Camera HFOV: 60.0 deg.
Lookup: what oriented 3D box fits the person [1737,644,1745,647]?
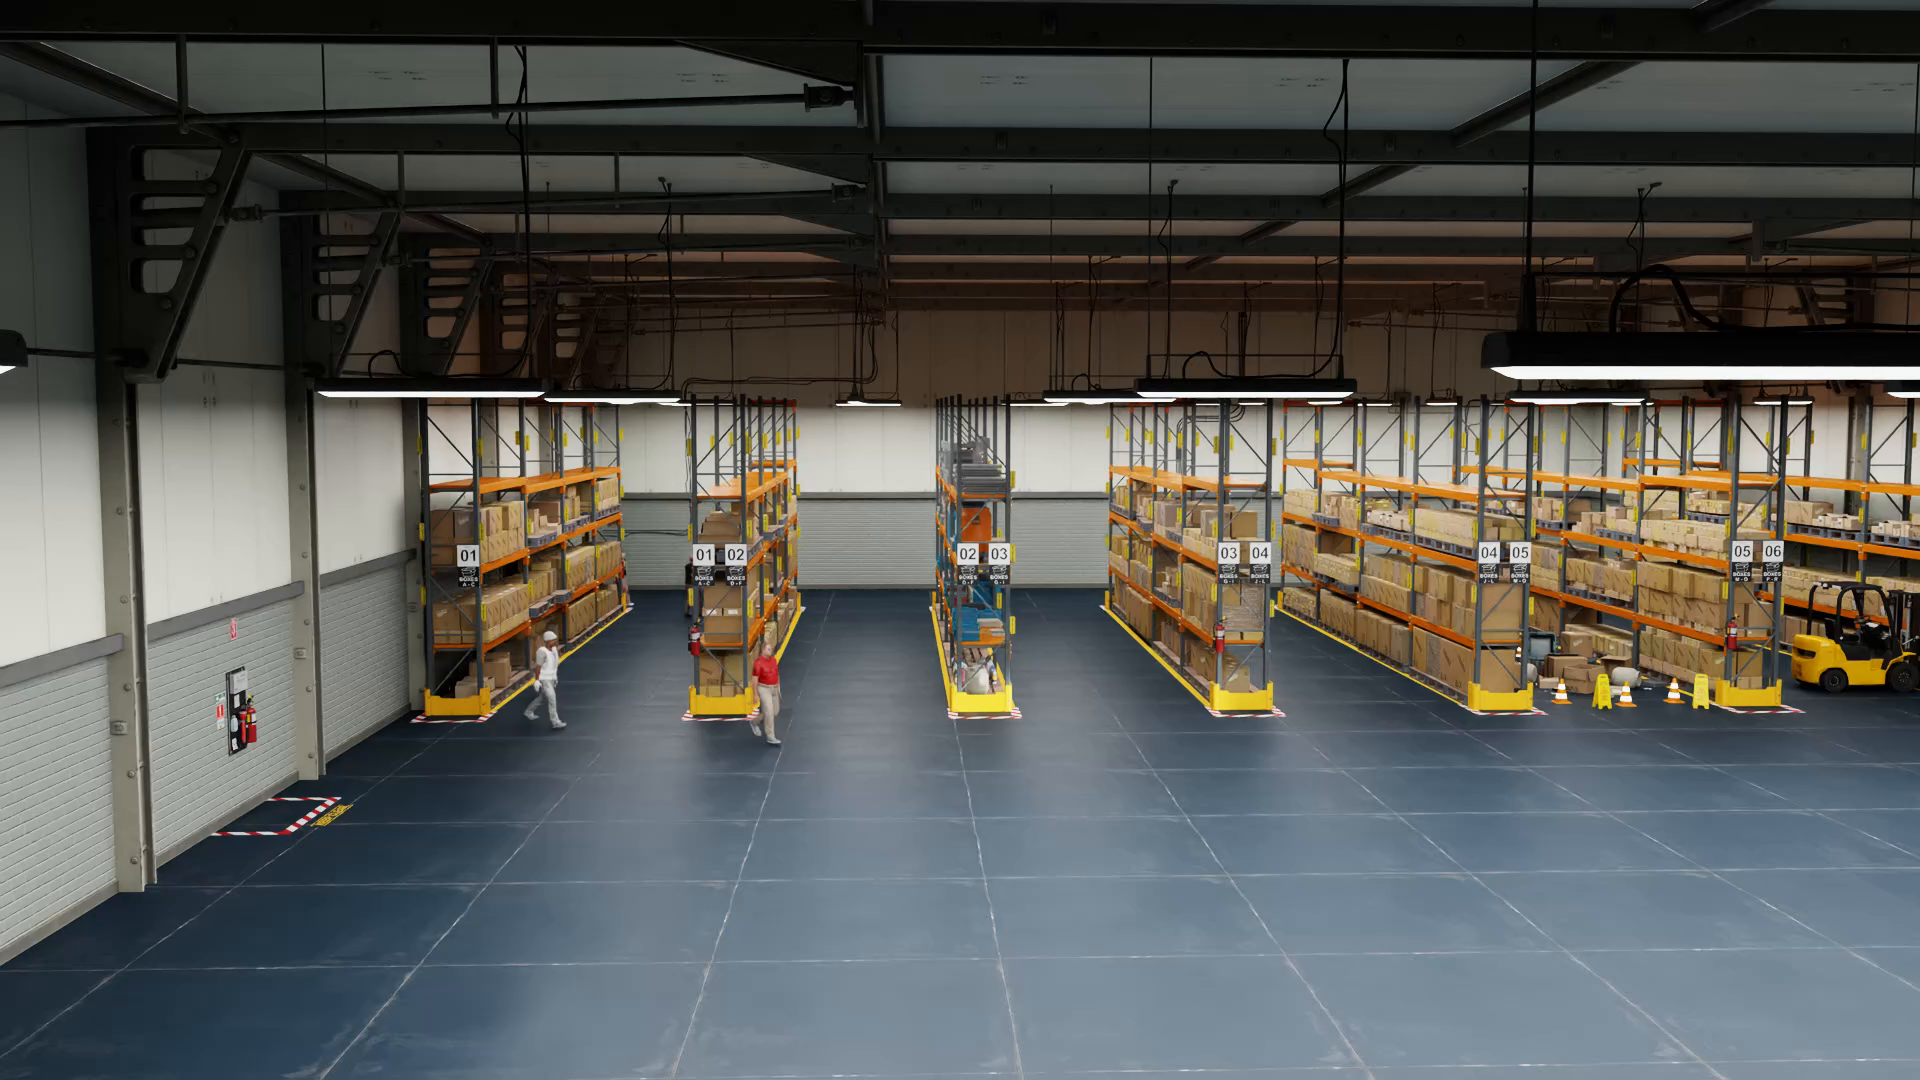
[{"bbox_3d":[16.961,2.149,36.259,0.502,1.459,0.728,-1,5,-12],"label":"person"}]

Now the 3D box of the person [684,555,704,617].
[{"bbox_3d":[-7.314,1.272,45.708,0.573,1.737,0.647,4,6,40],"label":"person"}]

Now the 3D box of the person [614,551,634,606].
[{"bbox_3d":[-9.898,1.103,48.401,1.053,1.615,0.446,2,5,20],"label":"person"}]

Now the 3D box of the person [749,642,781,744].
[{"bbox_3d":[-3.329,2.606,28.623,0.823,1.698,0.596,3,5,35],"label":"person"}]

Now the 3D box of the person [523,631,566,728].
[{"bbox_3d":[-7.495,2.500,29.994,1.101,1.735,0.572,2,5,25],"label":"person"}]
